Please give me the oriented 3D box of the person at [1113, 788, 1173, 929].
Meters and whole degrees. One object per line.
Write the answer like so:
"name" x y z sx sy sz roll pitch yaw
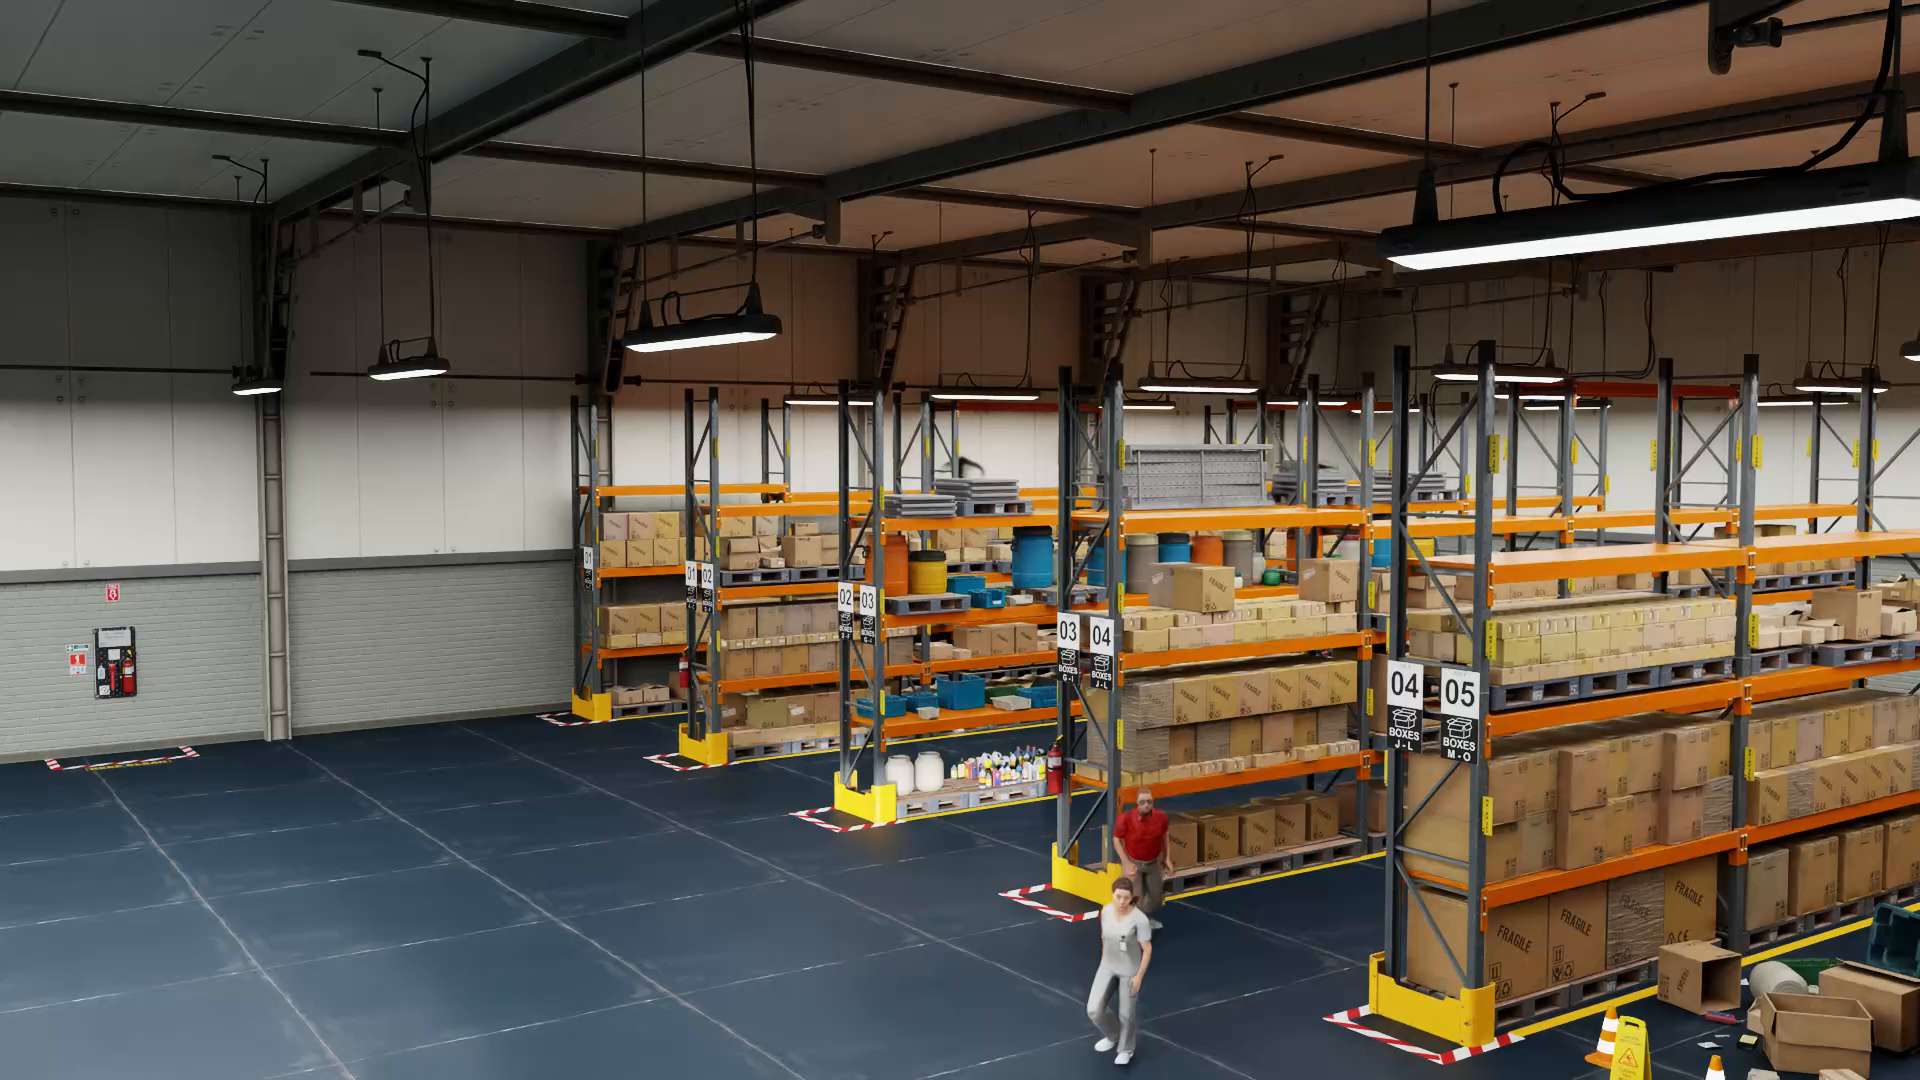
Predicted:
"person" 1.850 3.307 17.051 0.674 1.653 0.771 -1 4 -14

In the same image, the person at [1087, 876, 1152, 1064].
"person" 1.336 3.528 13.612 0.560 1.626 0.627 2 4 27
